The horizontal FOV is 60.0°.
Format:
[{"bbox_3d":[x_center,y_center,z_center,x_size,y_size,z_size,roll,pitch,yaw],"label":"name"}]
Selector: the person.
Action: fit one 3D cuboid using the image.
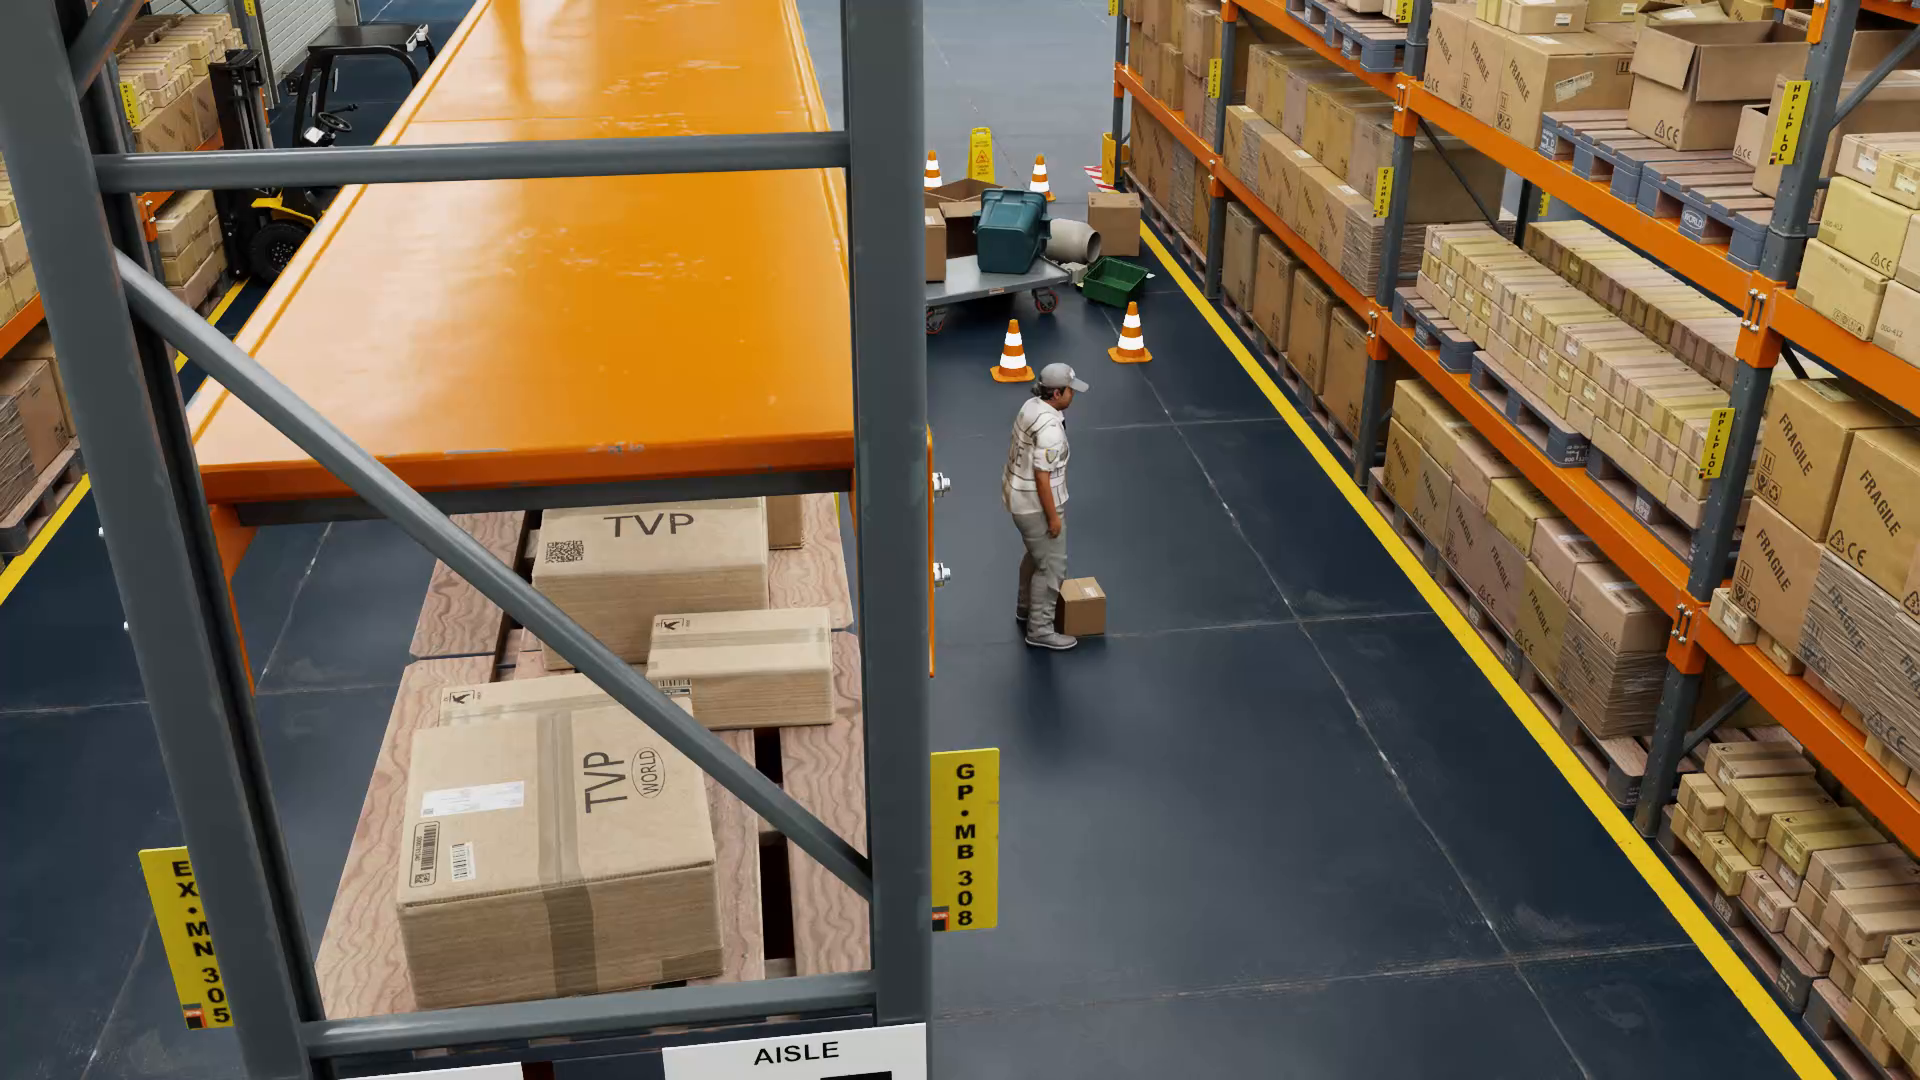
[{"bbox_3d":[0.484,-0.212,9.493,0.468,1.665,0.537,-4,28,-8],"label":"person"}]
